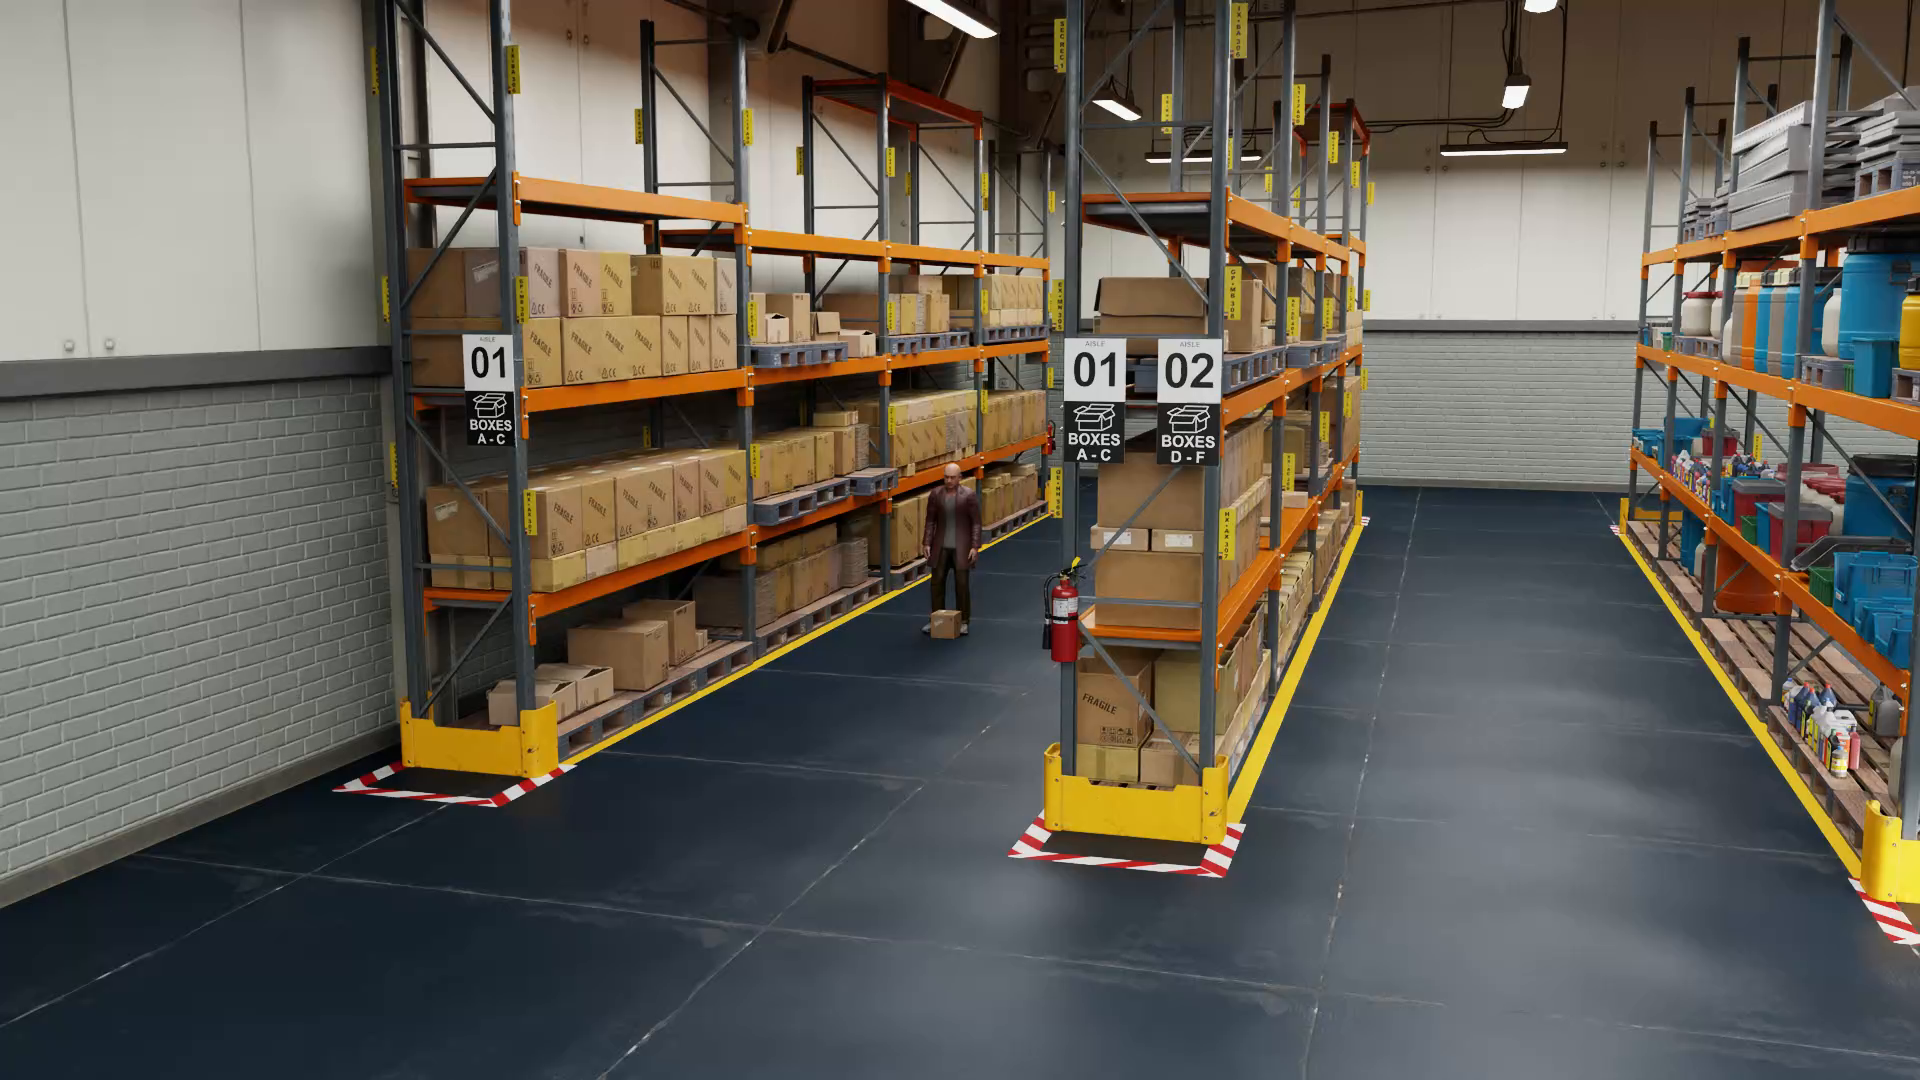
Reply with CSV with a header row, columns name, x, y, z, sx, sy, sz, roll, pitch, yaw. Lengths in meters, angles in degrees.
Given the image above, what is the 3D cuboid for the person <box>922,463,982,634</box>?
name,x,y,z,sx,sy,sz,roll,pitch,yaw
person,-0.086,0.082,17.305,0.644,1.774,0.427,2,9,16
